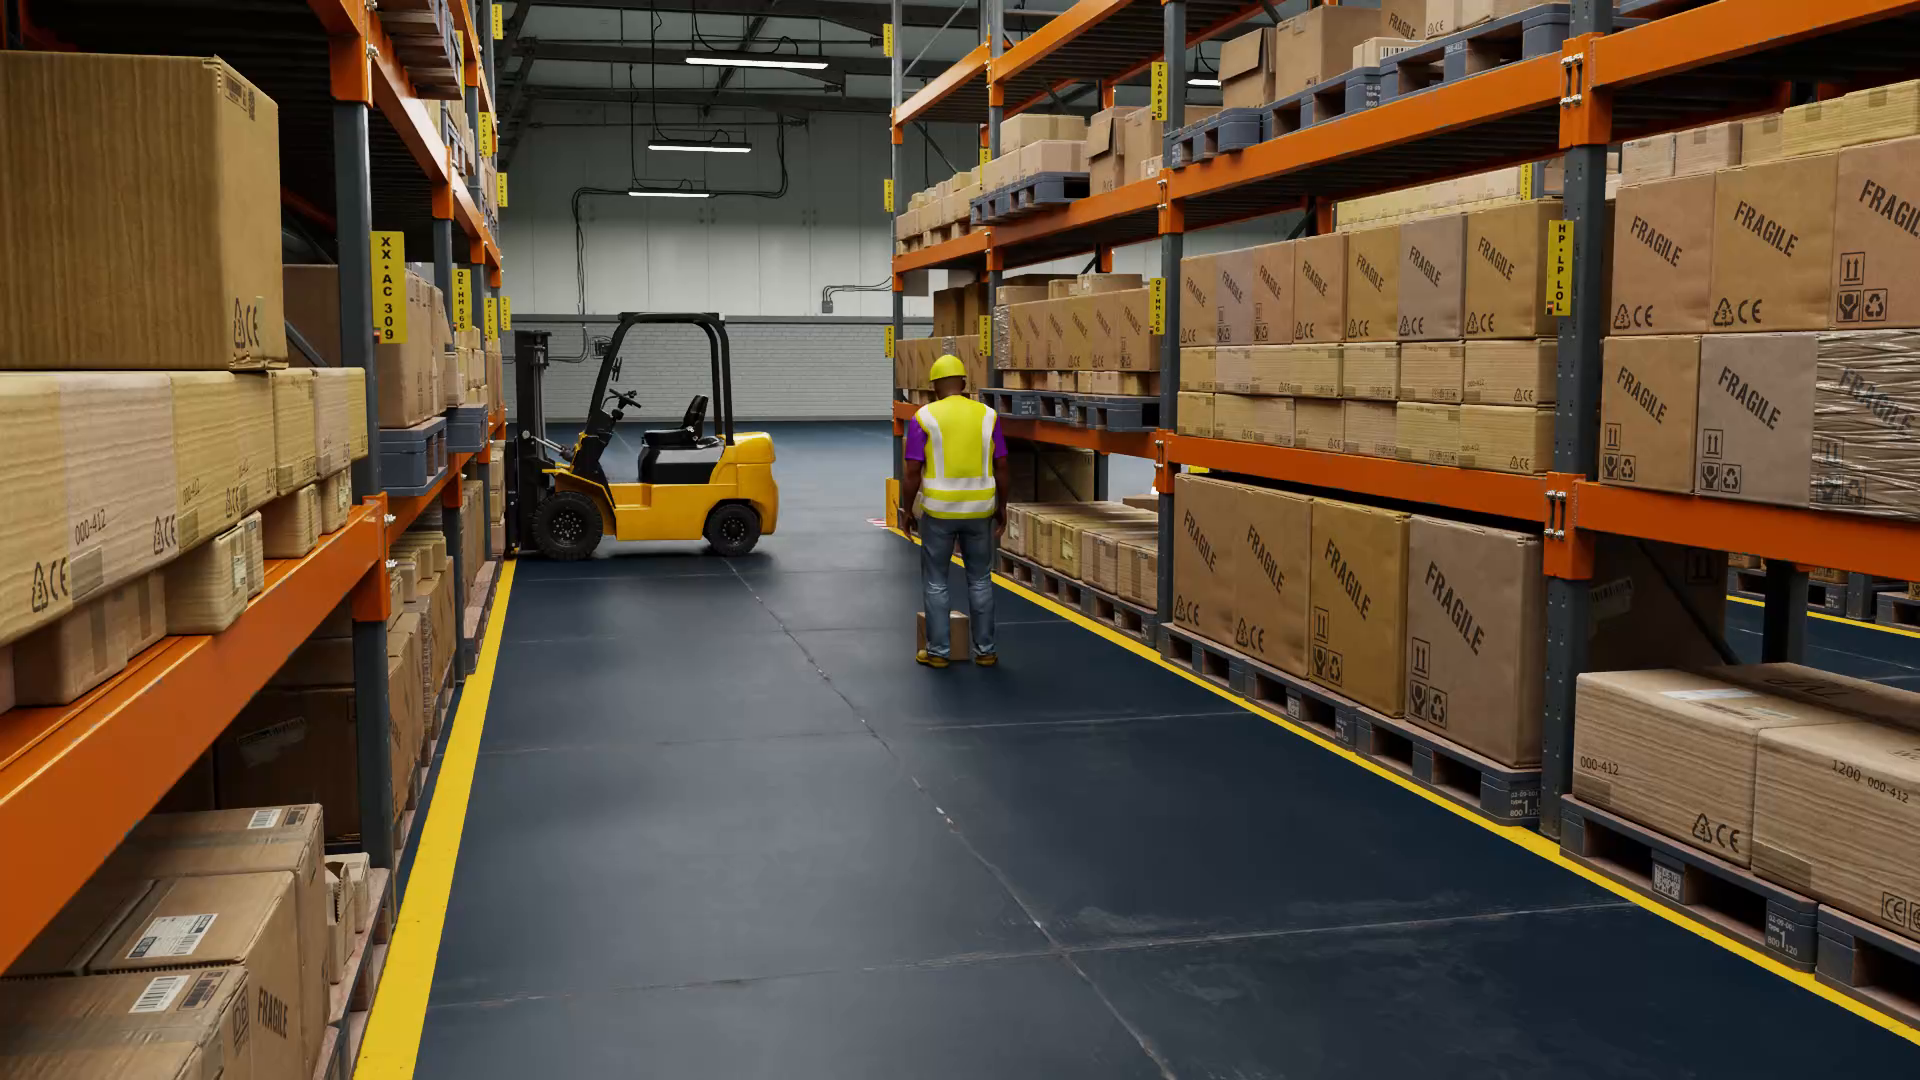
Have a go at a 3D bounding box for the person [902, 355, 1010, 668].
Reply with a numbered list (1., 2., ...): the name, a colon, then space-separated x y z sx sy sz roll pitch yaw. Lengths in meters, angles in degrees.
1. person: -0.028 -0.165 9.420 0.627 1.761 0.458 -2 6 -16
